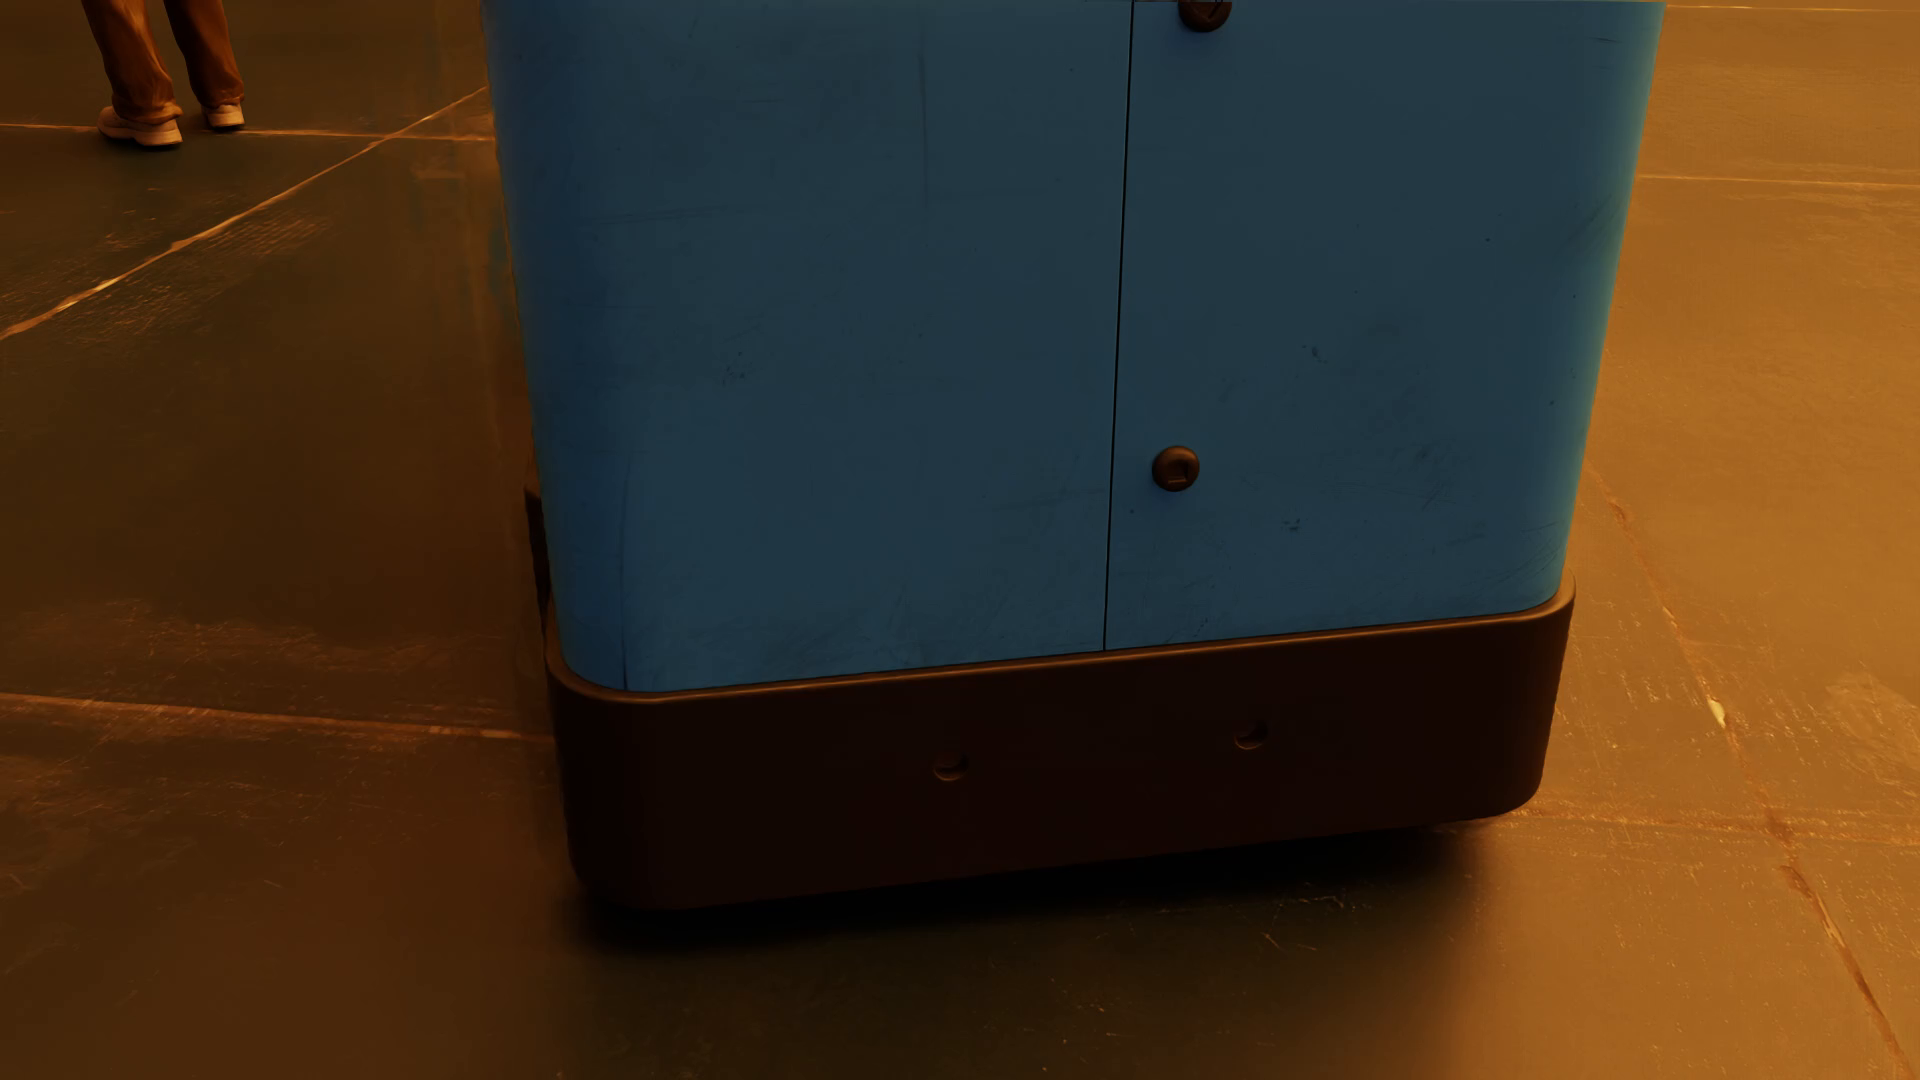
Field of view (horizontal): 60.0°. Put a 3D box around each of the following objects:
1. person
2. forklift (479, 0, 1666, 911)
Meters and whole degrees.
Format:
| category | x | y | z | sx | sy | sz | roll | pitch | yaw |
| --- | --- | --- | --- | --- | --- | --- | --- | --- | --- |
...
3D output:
| category | x | y | z | sx | sy | sz | roll | pitch | yaw |
| --- | --- | --- | --- | --- | --- | --- | --- | --- | --- |
| person | -2.348 | -1.967 | 4.435 | 0.694 | 1.776 | 0.582 | -21 | 33 | -36 |
| forklift | -0.132 | -1.585 | 2.395 | 1.130 | 2.935 | 3.031 | -5 | 27 | -9 |
